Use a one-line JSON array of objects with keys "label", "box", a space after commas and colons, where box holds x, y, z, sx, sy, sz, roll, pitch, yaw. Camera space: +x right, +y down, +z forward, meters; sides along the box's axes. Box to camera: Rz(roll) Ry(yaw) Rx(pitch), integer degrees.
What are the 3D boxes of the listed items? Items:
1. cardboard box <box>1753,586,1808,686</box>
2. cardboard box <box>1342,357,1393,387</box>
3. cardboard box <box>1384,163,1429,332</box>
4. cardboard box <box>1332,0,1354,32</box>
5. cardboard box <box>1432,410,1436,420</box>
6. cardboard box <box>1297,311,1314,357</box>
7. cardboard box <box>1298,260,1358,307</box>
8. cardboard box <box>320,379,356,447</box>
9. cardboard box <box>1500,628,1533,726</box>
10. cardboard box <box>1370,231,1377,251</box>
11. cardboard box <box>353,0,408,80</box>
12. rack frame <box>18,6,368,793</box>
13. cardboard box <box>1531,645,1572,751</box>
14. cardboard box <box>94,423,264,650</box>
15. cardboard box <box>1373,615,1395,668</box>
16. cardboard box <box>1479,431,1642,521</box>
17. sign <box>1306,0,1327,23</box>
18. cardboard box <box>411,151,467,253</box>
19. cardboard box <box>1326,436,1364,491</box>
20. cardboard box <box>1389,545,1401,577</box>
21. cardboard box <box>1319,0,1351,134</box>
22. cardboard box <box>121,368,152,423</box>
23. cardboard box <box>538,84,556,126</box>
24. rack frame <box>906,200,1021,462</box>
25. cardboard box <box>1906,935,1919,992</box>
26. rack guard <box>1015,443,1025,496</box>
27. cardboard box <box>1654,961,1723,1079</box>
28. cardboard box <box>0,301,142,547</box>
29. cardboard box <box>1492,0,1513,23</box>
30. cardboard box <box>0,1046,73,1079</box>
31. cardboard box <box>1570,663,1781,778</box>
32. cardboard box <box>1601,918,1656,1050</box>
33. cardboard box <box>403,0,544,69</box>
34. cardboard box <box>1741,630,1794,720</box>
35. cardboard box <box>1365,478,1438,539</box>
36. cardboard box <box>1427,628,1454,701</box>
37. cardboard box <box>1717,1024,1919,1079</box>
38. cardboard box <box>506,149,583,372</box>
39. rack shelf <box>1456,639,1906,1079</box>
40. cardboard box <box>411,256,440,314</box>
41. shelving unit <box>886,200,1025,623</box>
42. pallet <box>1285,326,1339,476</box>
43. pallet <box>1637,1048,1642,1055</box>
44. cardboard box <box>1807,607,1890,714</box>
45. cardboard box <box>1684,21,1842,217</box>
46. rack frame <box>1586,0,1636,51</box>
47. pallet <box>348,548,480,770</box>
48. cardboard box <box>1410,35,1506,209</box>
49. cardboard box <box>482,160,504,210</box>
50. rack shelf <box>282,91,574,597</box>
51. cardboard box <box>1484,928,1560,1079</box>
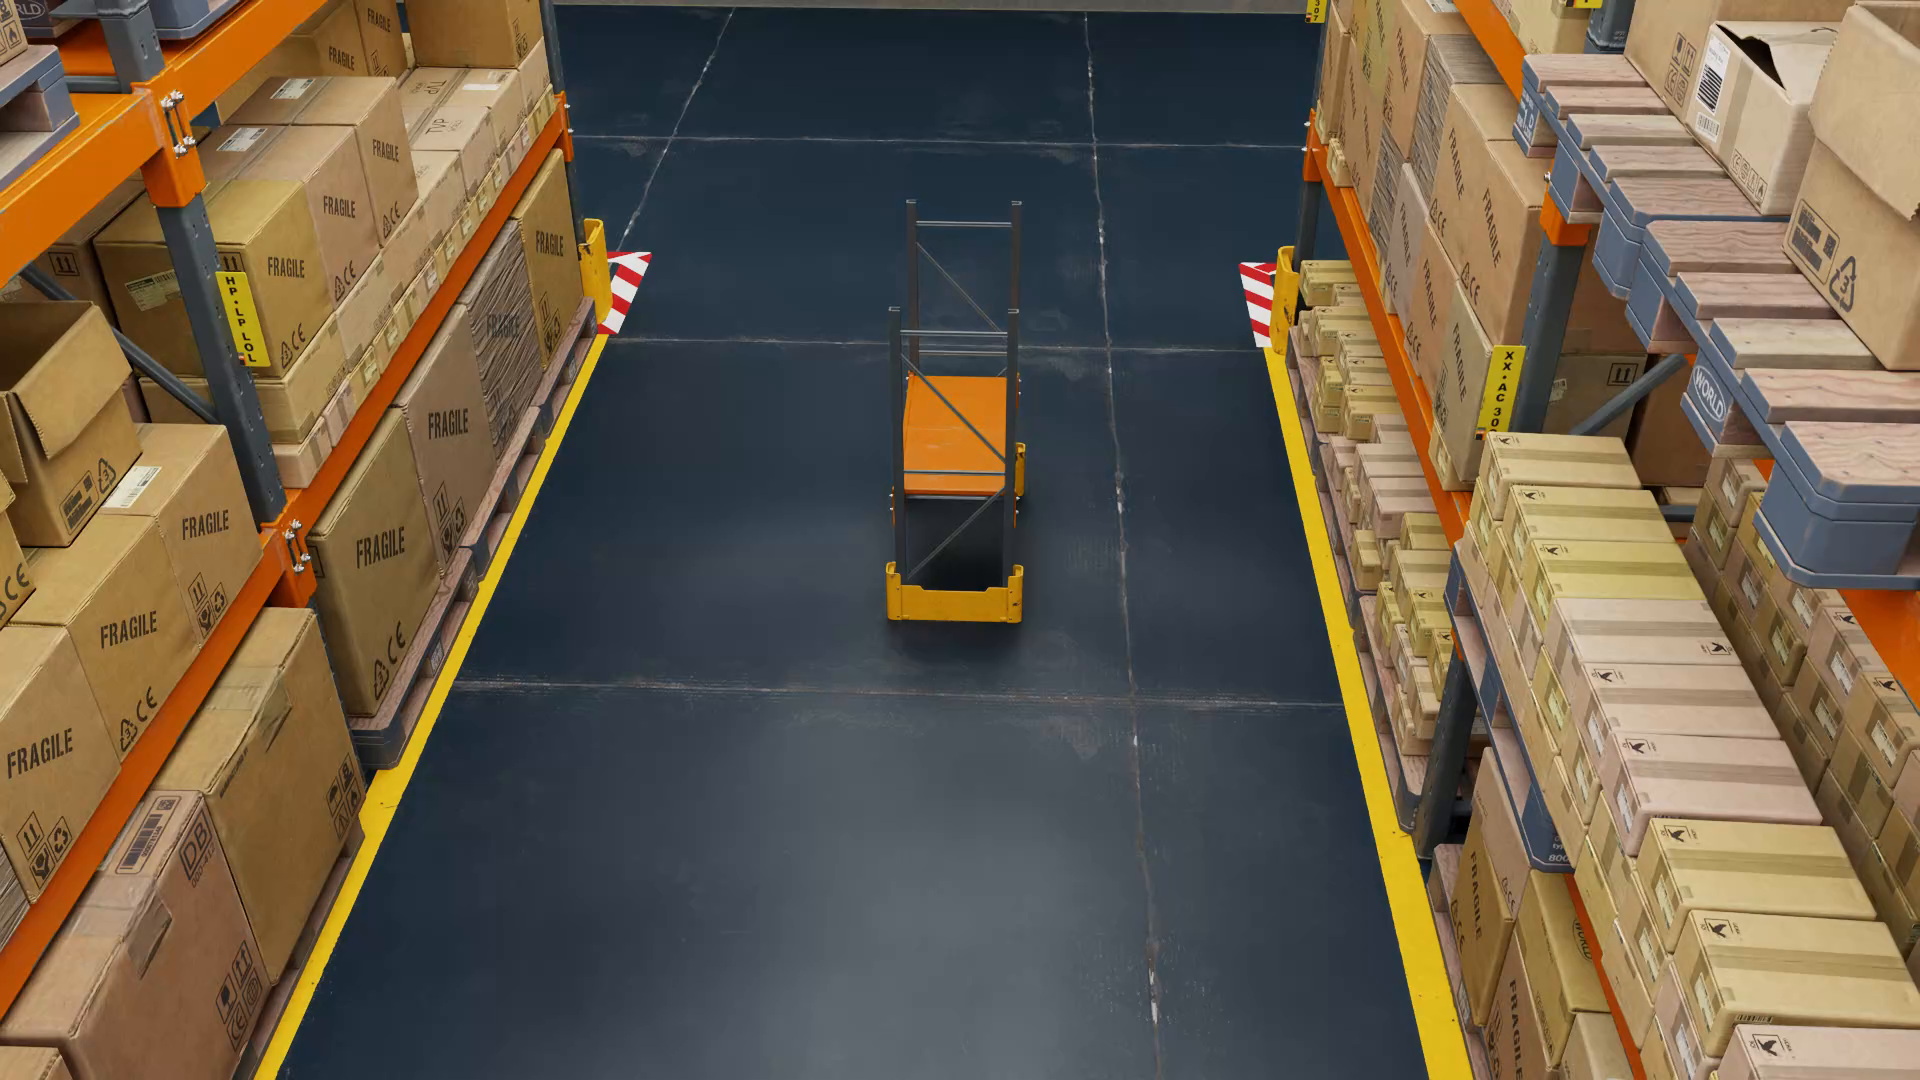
[{"label": "cardboard box", "box": [2.333, 0.258, 4.368, 0.380, 0.149, 0.250, 3, 35, 4]}, {"label": "cardboard box", "box": [1.998, -0.725, 7.770, 0.380, 0.149, 0.250, 3, 35, 4]}, {"label": "cardboard box", "box": [1.955, -1.109, 6.374, 0.500, 0.500, 0.500, 1, 35, 2]}, {"label": "cardboard box", "box": [2.052, -2.696, 7.762, 0.500, 0.500, 0.500, 1, 35, 2]}, {"label": "cardboard box", "box": [1.924, -0.448, 5.997, 0.380, 0.149, 0.250, 3, 35, 4]}, {"label": "cardboard box", "box": [1.994, -1.088, 8.804, 0.380, 0.149, 0.250, 2, 35, 3]}, {"label": "cardboard box", "box": [1.974, -1.332, 8.633, 0.380, 0.149, 0.250, 0, 35, 0]}, {"label": "cardboard box", "box": [-2.423, -0.461, 6.016, 0.380, 0.149, 0.250, 0, 35, 0]}, {"label": "cardboard box", "box": [1.680, 0.372, 4.466, 0.380, 0.149, 0.250, 2, 35, 2]}, {"label": "cardboard box", "box": [2.014, -1.346, 7.275, 0.380, 0.149, 0.250, 1, 35, 1]}, {"label": "cardboard box", "box": [-2.926, -2.359, 7.718, 0.500, 0.500, 0.500, 1, 35, 1]}, {"label": "rack frame", "box": [-2.778, -0.251, 5.498, 1.000, 3.000, 0.127, 1, 35, 2]}, {"label": "cardboard box", "box": [1.671, 0.394, 4.176, 0.380, 0.149, 0.250, 0, 35, 0]}, {"label": "cardboard box", "box": [-2.524, -0.017, 5.078, 0.500, 0.500, 0.500, 1, 35, 2]}, {"label": "cardboard box", "box": [1.890, 0.383, 6.711, 0.380, 0.149, 0.250, 0, 35, 0]}, {"label": "cardboard box", "box": [1.699, -0.175, 4.726, 0.380, 0.149, 0.250, 3, 35, 4]}, {"label": "sign", "box": [1.793, -2.743, 8.291, 0.100, 0.325, 0.005, 1, 35, 2]}, {"label": "cardboard box", "box": [-2.429, -1.441, 7.064, 0.500, 0.250, 0.500, 1, 35, 2]}, {"label": "cardboard box", "box": [1.930, -0.359, 7.766, 0.380, 0.149, 0.250, 0, 35, 0]}, {"label": "cardboard box", "box": [1.969, 0.155, 6.777, 0.380, 0.149, 0.250, 2, 35, 2]}, {"label": "cardboard box", "box": [2.041, -2.287, 8.050, 0.500, 0.500, 0.500, 3, 35, 4]}, {"label": "cardboard box", "box": [-3.022, -0.571, 5.825, 0.500, 0.250, 0.500, 1, 35, 1]}, {"label": "cardboard box", "box": [-2.302, -2.234, 8.538, 0.380, 0.149, 0.250, 2, 35, 3]}, {"label": "rack frame", "box": [0.017, -0.857, 7.665, 0.500, 1.500, 0.032, 1, 35, 2]}, {"label": "cardboard box", "box": [2.296, 0.987, 3.590, 0.380, 0.149, 0.250, 0, 35, 0]}, {"label": "rack guard", "box": [0.017, -0.345, 8.023, 0.587, 0.250, 0.087, 1, 35, 2]}, {"label": "cardboard box", "box": [1.628, 0.994, 3.322, 0.380, 0.149, 0.250, 2, 35, 3]}, {"label": "cardboard box", "box": [-2.795, -0.335, 4.658, 0.797, 0.503, 0.637, 0, 35, 1]}, {"label": "cardboard box", "box": [1.956, -1.819, 5.251, 0.500, 0.250, 0.500, 1, 35, 2]}, {"label": "cardboard box", "box": [-2.846, 1.837, 4.010, 1.225, 0.875, 0.875, 1, 35, 2]}, {"label": "cardboard box", "box": [1.659, 0.423, 3.875, 0.380, 0.149, 0.250, 1, 35, 1]}, {"label": "cardboard box", "box": [1.638, 0.964, 3.623, 0.380, 0.149, 0.250, 0, 35, 0]}, {"label": "cardboard box", "box": [-2.374, -2.630, 8.103, 0.500, 0.500, 0.500, 2, 35, 2]}, {"label": "cardboard box", "box": [2.334, 0.378, 4.457, 0.380, 0.149, 0.250, 1, 35, 2]}, {"label": "cardboard box", "box": [1.909, -0.133, 6.928, 0.380, 0.149, 0.250, 0, 35, 0]}, {"label": "cardboard box", "box": [1.928, 0.463, 6.080, 0.380, 0.149, 0.250, 2, 35, 3]}, {"label": "cardboard box", "box": [1.621, 1.029, 3.013, 0.380, 0.149, 0.250, 1, 35, 2]}, {"label": "cardboard box", "box": [-2.563, -1.482, 8.732, 0.875, 0.875, 0.875, 1, 35, 2]}, {"label": "rack shelf", "box": [2.094, 1.365, 3.824, 1.077, 0.370, 4.000, 1, 35, 2]}, {"label": "cardboard box", "box": [-2.382, -1.055, 6.861, 0.380, 0.149, 0.250, 2, 35, 2]}, {"label": "shelving unit", "box": [-0.003, -0.570, 7.256, 0.587, 1.500, 1.083, 1, 35, 2]}, {"label": "pallet", "box": [2.264, -0.726, 8.599, 1.003, 0.211, 1.213, 1, 35, 2]}, {"label": "pallet", "box": [2.052, 1.160, 3.657, 1.003, 0.211, 1.213, 1, 35, 2]}, {"label": "cardboard box", "box": [2.321, 0.298, 4.053, 0.380, 0.149, 0.250, 1, 35, 2]}, {"label": "cardboard box", "box": [1.929, -0.940, 3.582, 0.500, 0.311, 0.500, 1, 35, 1]}, {"label": "rack frame", "box": [2.174, -2.533, 3.527, 1.000, 3.000, 0.127, 1, 35, 2]}, {"label": "pallet", "box": [-2.669, 0.455, 6.919, 1.003, 0.211, 1.213, 1, 35, 2]}, {"label": "cardboard box", "box": [1.973, -1.517, 6.085, 0.500, 0.500, 0.500, 2, 35, 3]}, {"label": "cardboard box", "box": [-2.342, -1.647, 7.703, 0.380, 0.149, 0.250, 1, 35, 1]}, {"label": "rack shelf", "box": [-2.697, -1.105, 7.340, 1.077, 0.370, 4.000, 1, 35, 2]}, {"label": "cardboard box", "box": [1.860, 1.495, 4.822, 0.500, 0.500, 0.500, 3, 35, 4]}]
